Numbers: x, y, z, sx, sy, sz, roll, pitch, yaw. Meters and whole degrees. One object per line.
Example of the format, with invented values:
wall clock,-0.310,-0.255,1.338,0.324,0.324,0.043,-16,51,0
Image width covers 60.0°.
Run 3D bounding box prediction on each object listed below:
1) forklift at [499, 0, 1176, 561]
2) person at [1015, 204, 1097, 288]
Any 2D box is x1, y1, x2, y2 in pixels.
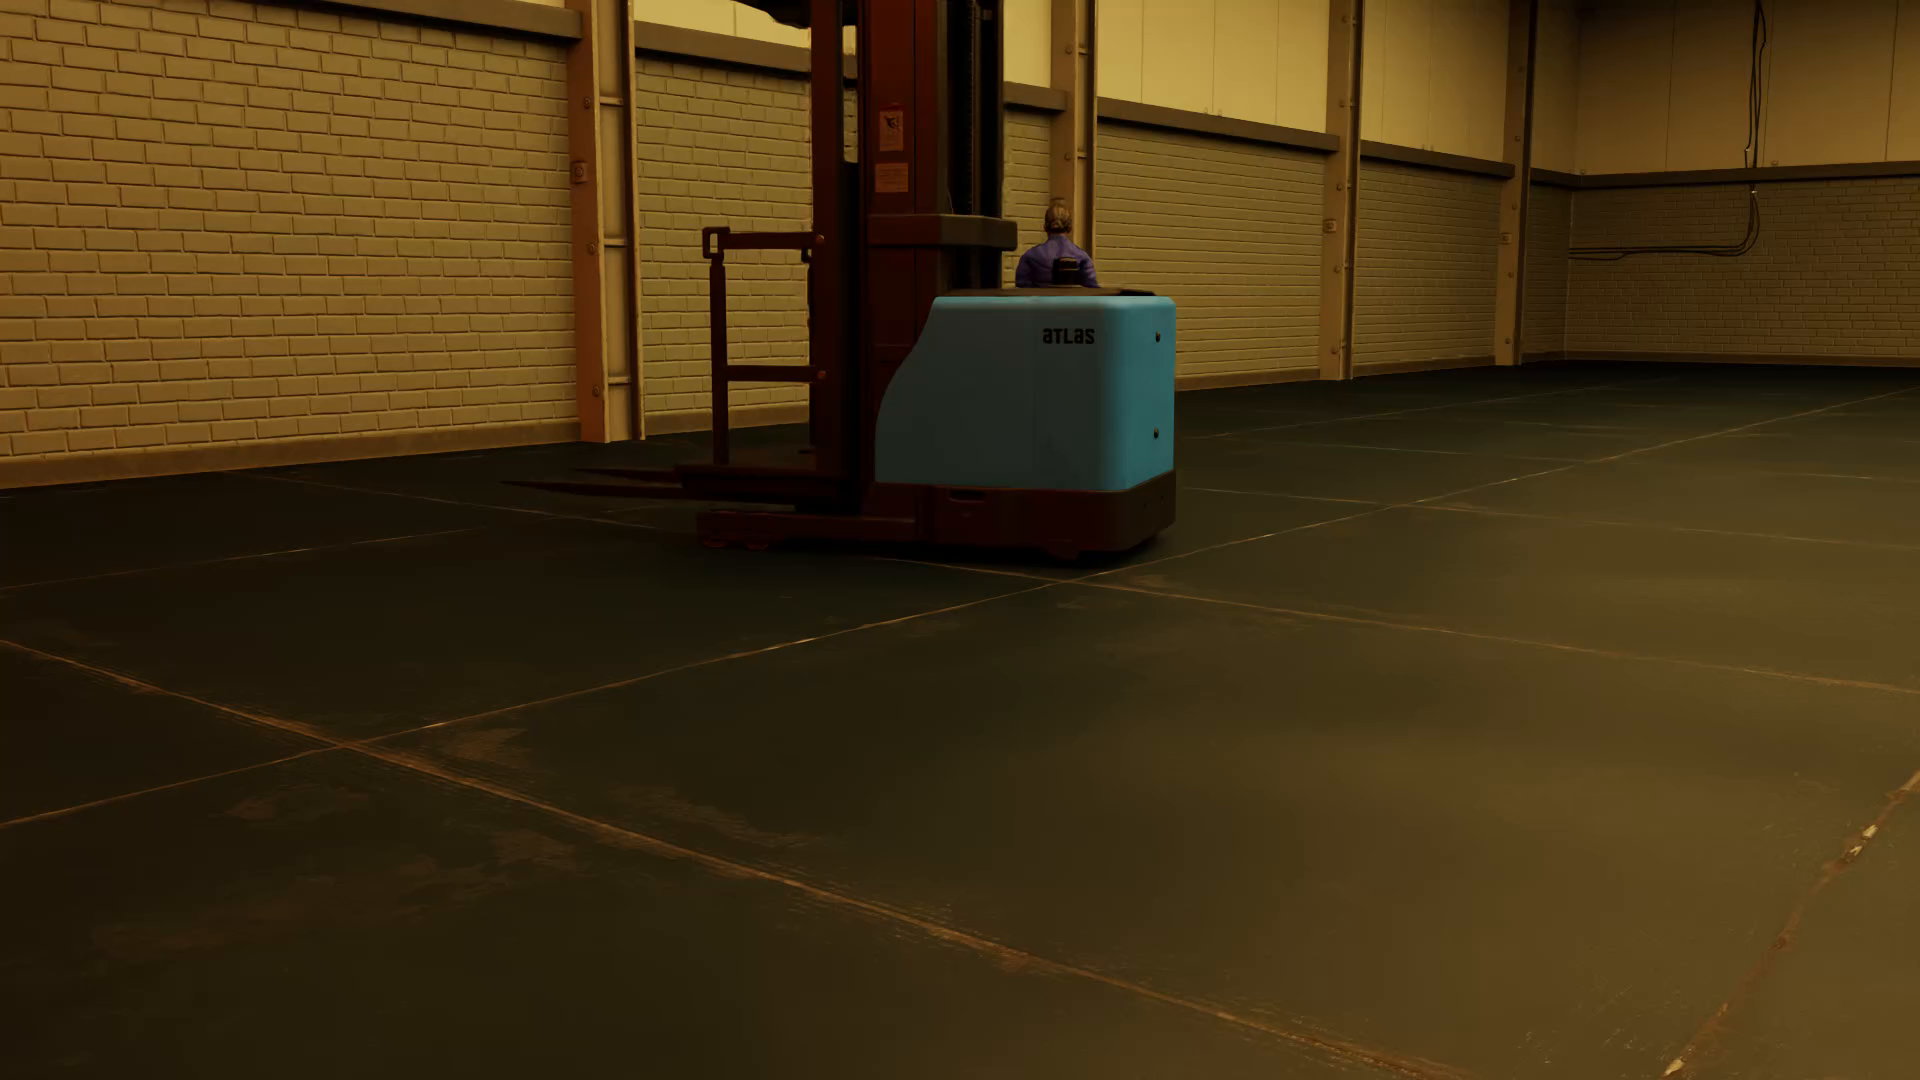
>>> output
forklift,-0.609,-1.474,7.353,3.031,2.935,1.130,3,9,19
person,0.604,-1.249,10.370,0.562,1.661,0.464,2,8,11
